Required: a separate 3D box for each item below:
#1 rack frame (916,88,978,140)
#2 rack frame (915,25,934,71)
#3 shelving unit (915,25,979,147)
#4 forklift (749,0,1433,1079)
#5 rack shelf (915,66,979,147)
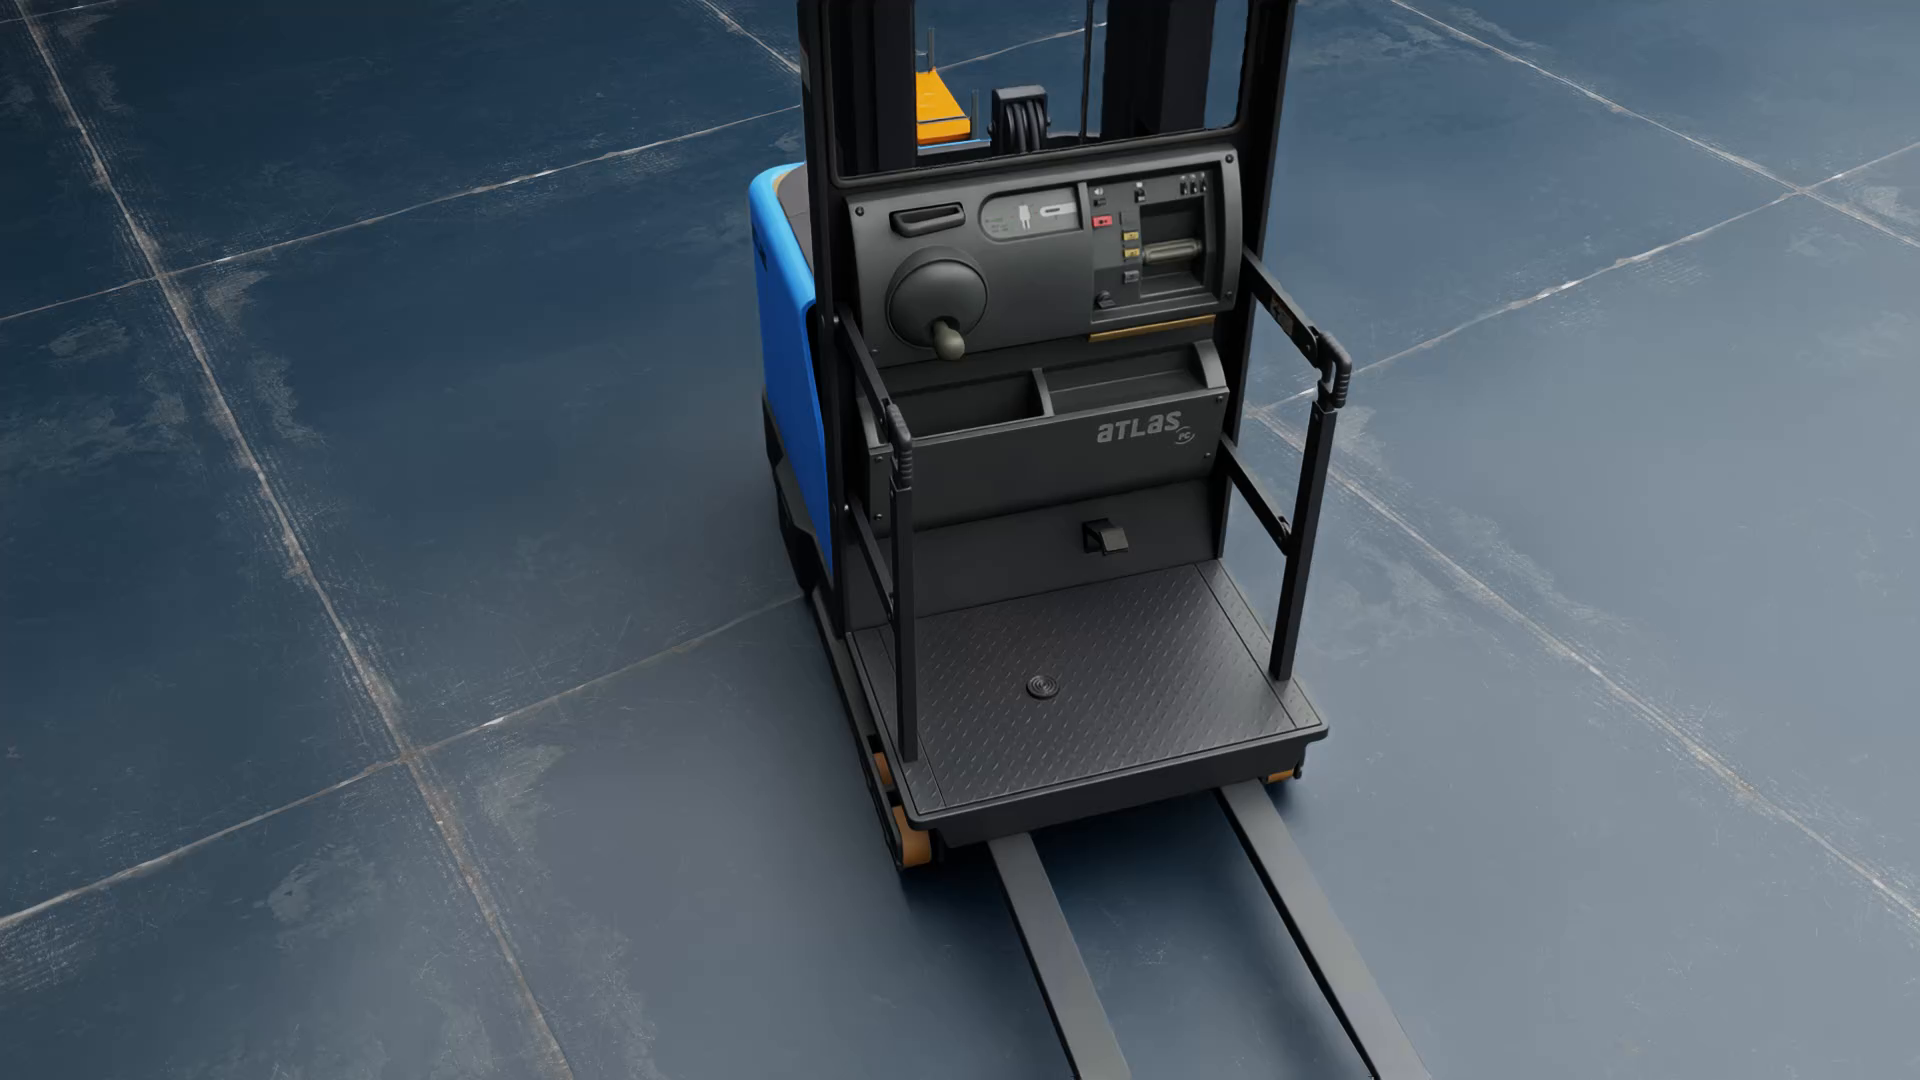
[{"bbox_3d":[-0.063,-0.875,5.363,0.240,1.200,0.015,-11,41,-13],"label":"rack frame"},{"bbox_3d":[-0.202,-1.175,5.723,0.240,1.200,0.015,-11,41,-13],"label":"rack frame"},{"bbox_3d":[-0.133,-1.025,5.543,0.258,1.200,0.503,-11,41,-13],"label":"shelving unit"},{"bbox_3d":[0.271,-0.578,3.655,1.130,2.935,3.031,-11,41,-13],"label":"forklift"},{"bbox_3d":[-0.133,-1.327,5.291,0.258,0.148,0.480,-11,41,-13],"label":"rack shelf"}]
